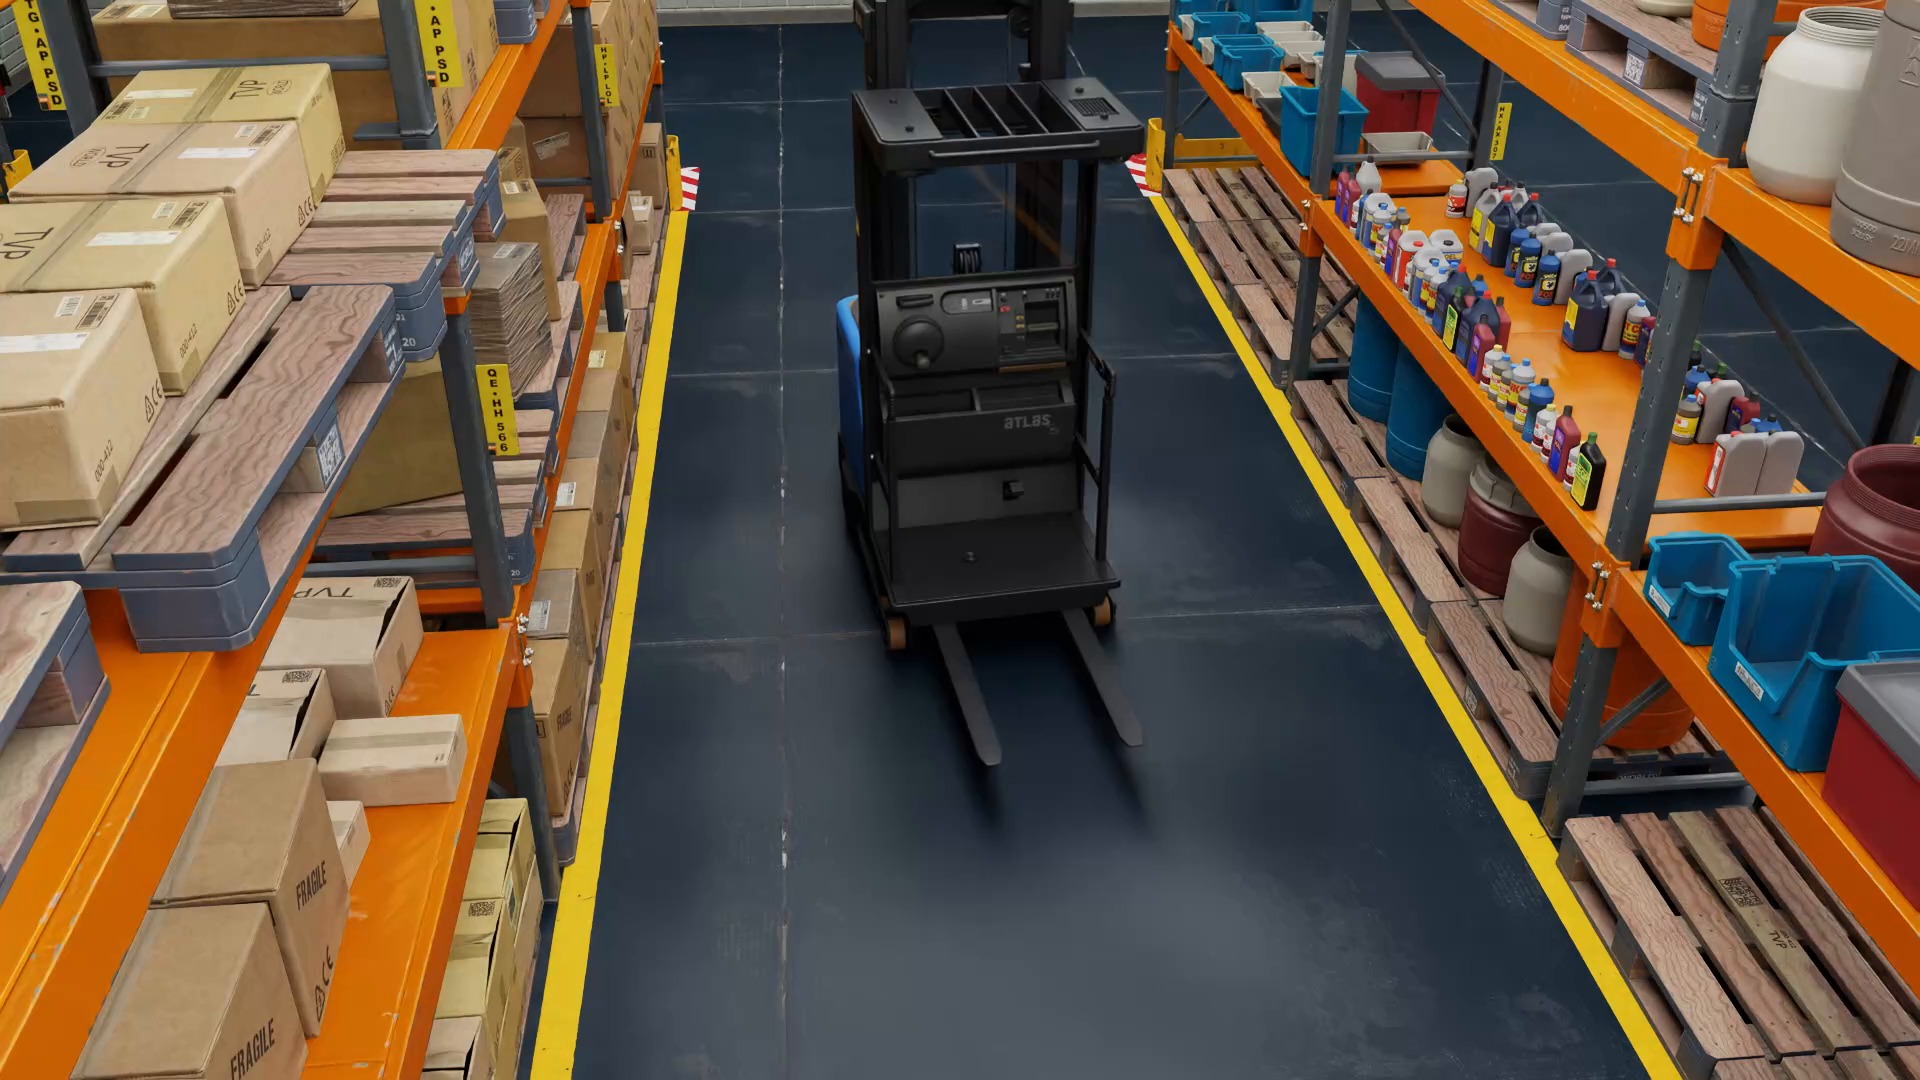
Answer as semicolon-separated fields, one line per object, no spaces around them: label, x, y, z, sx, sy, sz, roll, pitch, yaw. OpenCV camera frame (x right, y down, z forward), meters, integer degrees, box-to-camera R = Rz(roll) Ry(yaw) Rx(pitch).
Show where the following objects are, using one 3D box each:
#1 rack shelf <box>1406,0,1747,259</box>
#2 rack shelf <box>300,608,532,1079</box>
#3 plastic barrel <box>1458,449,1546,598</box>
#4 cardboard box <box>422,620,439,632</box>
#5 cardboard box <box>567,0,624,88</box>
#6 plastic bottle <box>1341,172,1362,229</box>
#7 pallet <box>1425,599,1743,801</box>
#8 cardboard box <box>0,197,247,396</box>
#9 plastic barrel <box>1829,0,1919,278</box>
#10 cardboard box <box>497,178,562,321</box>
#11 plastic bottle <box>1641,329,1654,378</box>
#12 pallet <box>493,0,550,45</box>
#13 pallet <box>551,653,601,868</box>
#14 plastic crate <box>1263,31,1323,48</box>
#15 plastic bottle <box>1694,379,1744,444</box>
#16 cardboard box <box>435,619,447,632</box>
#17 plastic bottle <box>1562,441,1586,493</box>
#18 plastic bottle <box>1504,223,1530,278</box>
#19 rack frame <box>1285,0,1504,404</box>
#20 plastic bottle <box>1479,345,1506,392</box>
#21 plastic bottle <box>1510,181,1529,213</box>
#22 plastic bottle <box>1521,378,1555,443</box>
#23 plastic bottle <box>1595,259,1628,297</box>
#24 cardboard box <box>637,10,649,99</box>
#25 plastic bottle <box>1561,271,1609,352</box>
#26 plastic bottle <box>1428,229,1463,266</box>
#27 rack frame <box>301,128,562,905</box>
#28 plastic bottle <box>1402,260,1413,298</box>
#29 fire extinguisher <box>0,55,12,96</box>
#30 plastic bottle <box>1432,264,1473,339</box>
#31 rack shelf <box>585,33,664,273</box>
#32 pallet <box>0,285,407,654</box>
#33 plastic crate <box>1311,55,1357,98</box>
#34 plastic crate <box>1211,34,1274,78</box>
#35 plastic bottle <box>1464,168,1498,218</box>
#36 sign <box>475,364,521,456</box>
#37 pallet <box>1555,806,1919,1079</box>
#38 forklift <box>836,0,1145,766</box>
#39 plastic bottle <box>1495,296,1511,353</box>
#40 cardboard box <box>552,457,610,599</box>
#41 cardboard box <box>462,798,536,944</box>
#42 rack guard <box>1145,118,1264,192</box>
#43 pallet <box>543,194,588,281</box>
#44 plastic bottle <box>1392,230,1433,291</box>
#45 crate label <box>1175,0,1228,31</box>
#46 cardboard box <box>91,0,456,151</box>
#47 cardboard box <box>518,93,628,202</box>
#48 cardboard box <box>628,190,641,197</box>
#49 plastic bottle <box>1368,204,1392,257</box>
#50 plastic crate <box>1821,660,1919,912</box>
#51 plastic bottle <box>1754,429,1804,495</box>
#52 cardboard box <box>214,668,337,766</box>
rack shelf;2.694;-2.130;7.167;1.077;0.370;4.000;-3;31;-5
rack shelf;-1.864;1.436;4.123;1.077;0.370;4.000;-3;31;-5
plastic barrel;2.713;-0.100;7.935;0.600;0.588;0.708;-3;31;-5
cardboard box;-2.382;0.173;6.812;0.500;0.250;0.500;-2;31;-3
cardboard box;-2.237;-2.926;9.651;0.500;0.500;0.500;-4;31;-6
plastic bottle;2.129;-1.846;9.029;0.061;0.283;0.133;-3;31;-5
pallet;2.766;0.667;7.428;1.003;0.211;1.213;-3;31;-5
cardboard box;-1.843;-0.510;3.490;0.500;0.250;0.500;-3;31;-6
plastic barrel;2.742;-1.203;4.425;0.600;0.901;0.600;0;31;0
cardboard box;-2.198;-1.261;7.428;0.700;0.500;0.500;-11;32;-17
plastic bottle;3.093;-0.843;7.362;0.097;0.271;0.097;0;31;0
pallet;-2.334;-2.278;6.897;1.213;0.211;1.003;-3;31;-5
pallet;-2.083;0.920;7.004;1.003;0.211;1.213;-3;31;-5
plastic crate;2.403;-3.570;12.001;0.396;0.136;0.243;-3;31;-5
plastic bottle;3.119;-0.549;6.865;0.152;0.276;0.135;-3;31;-5
cardboard box;-2.372;0.524;6.957;0.500;0.500;0.500;-2;31;-3
plastic bottle;2.426;-0.290;6.505;0.097;0.201;0.097;0;31;0
plastic bottle;2.825;-1.471;8.414;0.097;0.271;0.097;0;31;0
rack frame;2.507;-2.172;9.461;1.000;3.000;0.127;-3;31;-5
plastic bottle;2.341;-0.756;7.284;0.097;0.201;0.097;0;31;0
plastic bottle;2.919;-1.697;8.714;0.144;0.351;0.185;-3;31;-5
plastic bottle;2.386;-0.538;6.850;0.097;0.271;0.097;0;31;0
plastic bottle;3.022;-1.135;7.773;0.144;0.351;0.185;-3;31;-5
cardboard box;-2.392;-3.286;11.229;0.500;0.500;0.500;-3;31;-4
plastic bottle;2.883;-1.059;7.645;0.144;0.351;0.185;-3;31;-5
plastic bottle;2.409;-1.399;8.287;0.152;0.276;0.135;-3;31;-5
rack frame;-2.051;0.106;5.648;1.000;3.000;0.127;-3;31;-5
plastic bottle;2.241;-1.299;8.193;0.097;0.201;0.097;0;31;0
fire extinguisher;-7.285;-3.645;12.367;0.296;0.674;0.183;-3;31;-5
plastic bottle;2.309;-1.124;7.755;0.144;0.351;0.185;-3;31;-5
rack shelf;-2.612;-2.649;10.961;1.077;0.370;4.000;-3;31;-5
pallet;-1.791;-0.188;3.399;1.003;0.211;1.213;-1;31;-2
plastic crate;2.548;-2.935;10.796;0.437;0.282;0.530;-3;31;-5
plastic crate;1.952;-3.354;11.545;0.416;0.233;0.300;-3;31;-5
plastic bottle;2.866;-1.933;9.182;0.152;0.276;0.135;-3;31;-5
sign;-1.499;-0.420;5.398;0.100;0.325;0.005;-3;31;-5
pallet;2.915;1.465;6.092;1.003;0.211;1.213;-3;31;-5
forklift;0.127;-0.943;7.471;1.130;2.935;3.031;-6;31;-10
plastic bottle;2.438;-0.951;7.530;0.061;0.283;0.133;-3;31;-5
cardboard box;-1.959;-0.046;7.910;0.500;0.500;0.500;-4;31;-6
cardboard box;-1.757;1.121;5.674;0.500;0.311;0.500;-2;31;-3
rack guard;2.118;-3.153;13.541;1.175;0.500;0.348;-3;31;-5
pallet;-2.459;-1.441;8.424;1.003;0.211;1.213;-3;31;-5
plastic bottle;2.258;-1.391;8.275;0.152;0.276;0.135;-3;31;-5
crate label;1.829;-4.026;12.670;0.416;0.233;0.303;-3;31;-5
cardboard box;-2.125;-1.446;5.223;0.910;0.500;0.500;-3;31;-5
cardboard box;-2.201;-2.253;9.499;0.500;0.500;0.500;-2;31;-3
cardboard box;-2.554;-2.474;12.301;0.380;0.166;0.250;-3;31;-5
plastic bottle;2.189;-1.615;8.654;0.097;0.271;0.097;0;31;0
plastic crate;2.727;0.683;4.620;0.402;0.464;0.583;-3;31;-5
plastic bottle;3.162;-0.313;6.470;0.152;0.276;0.135;-3;31;-5
cardboard box;-2.160;0.610;4.891;0.500;0.311;0.500;-3;31;-5
